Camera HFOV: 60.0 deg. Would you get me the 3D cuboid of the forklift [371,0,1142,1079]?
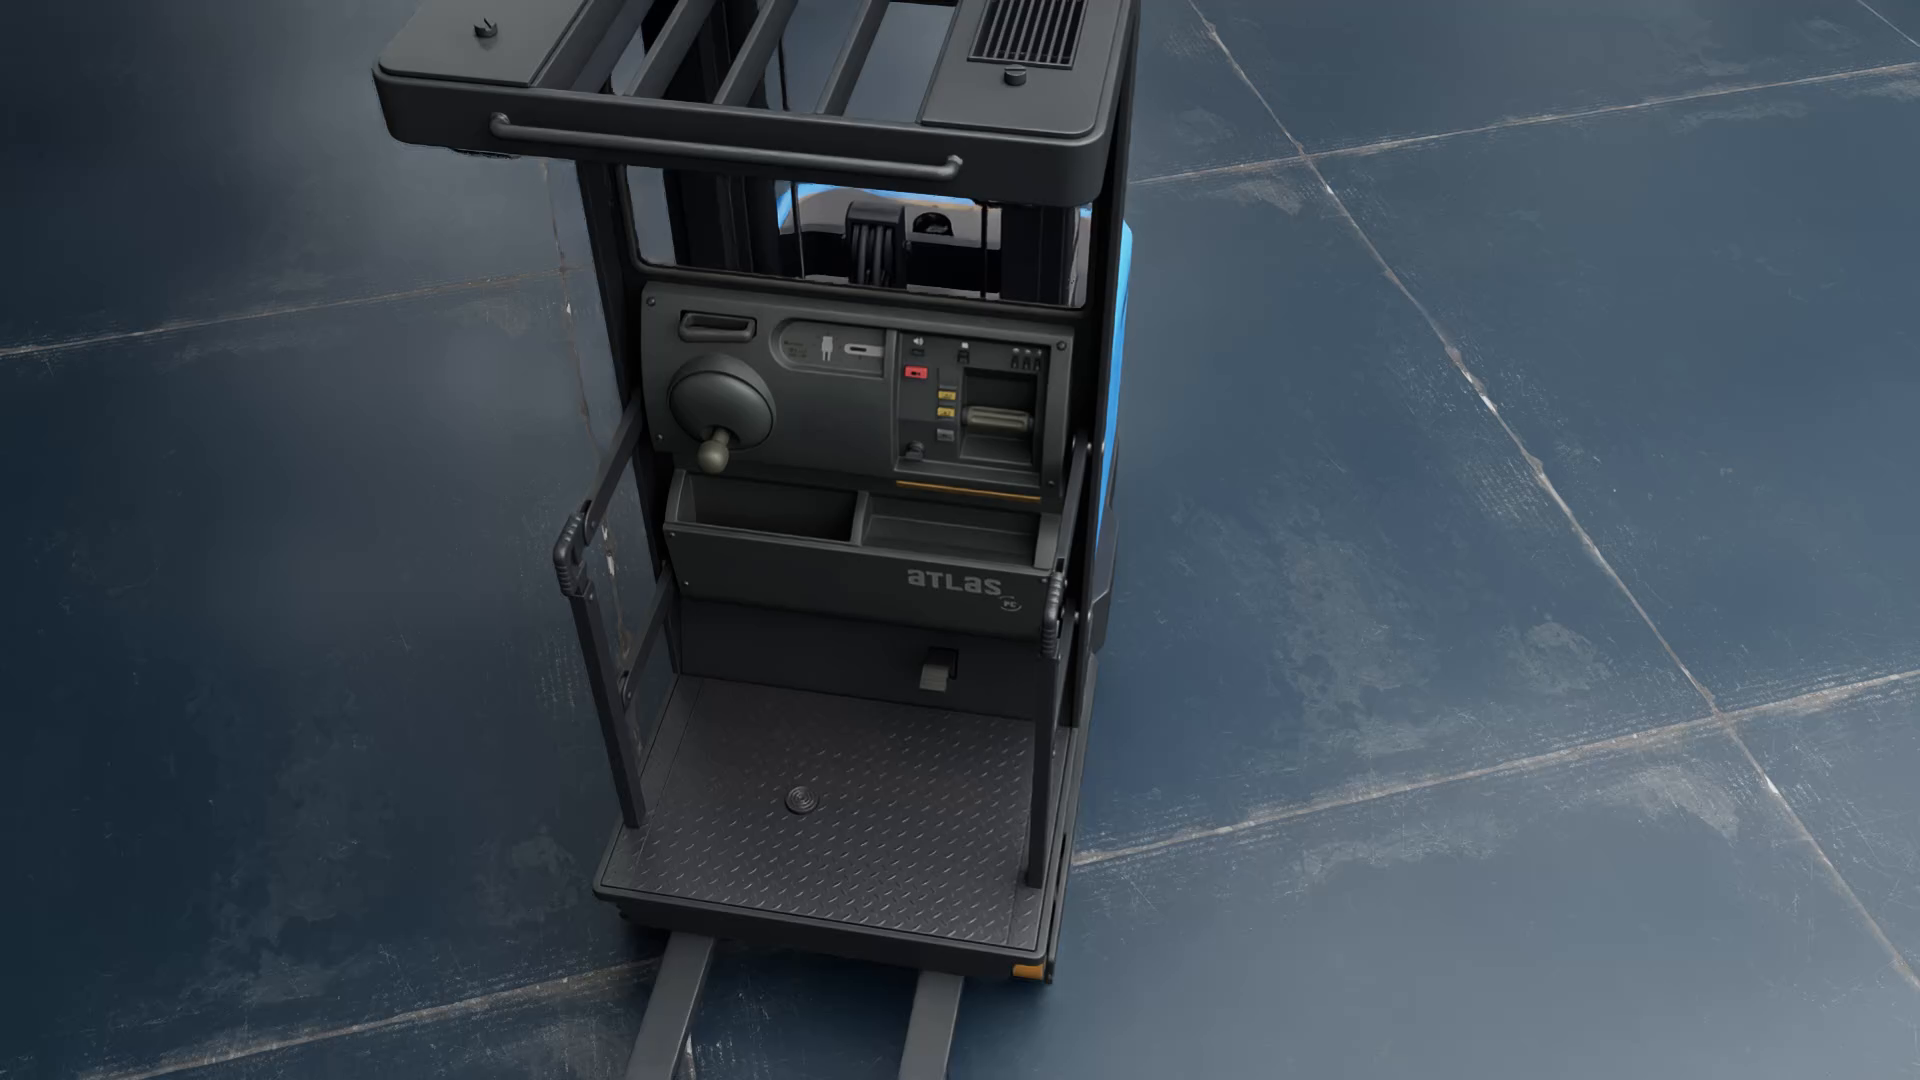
[{"bbox_3d":[-0.262,-0.215,3.409,1.130,2.935,3.031,7,46,7],"label":"forklift"}]
